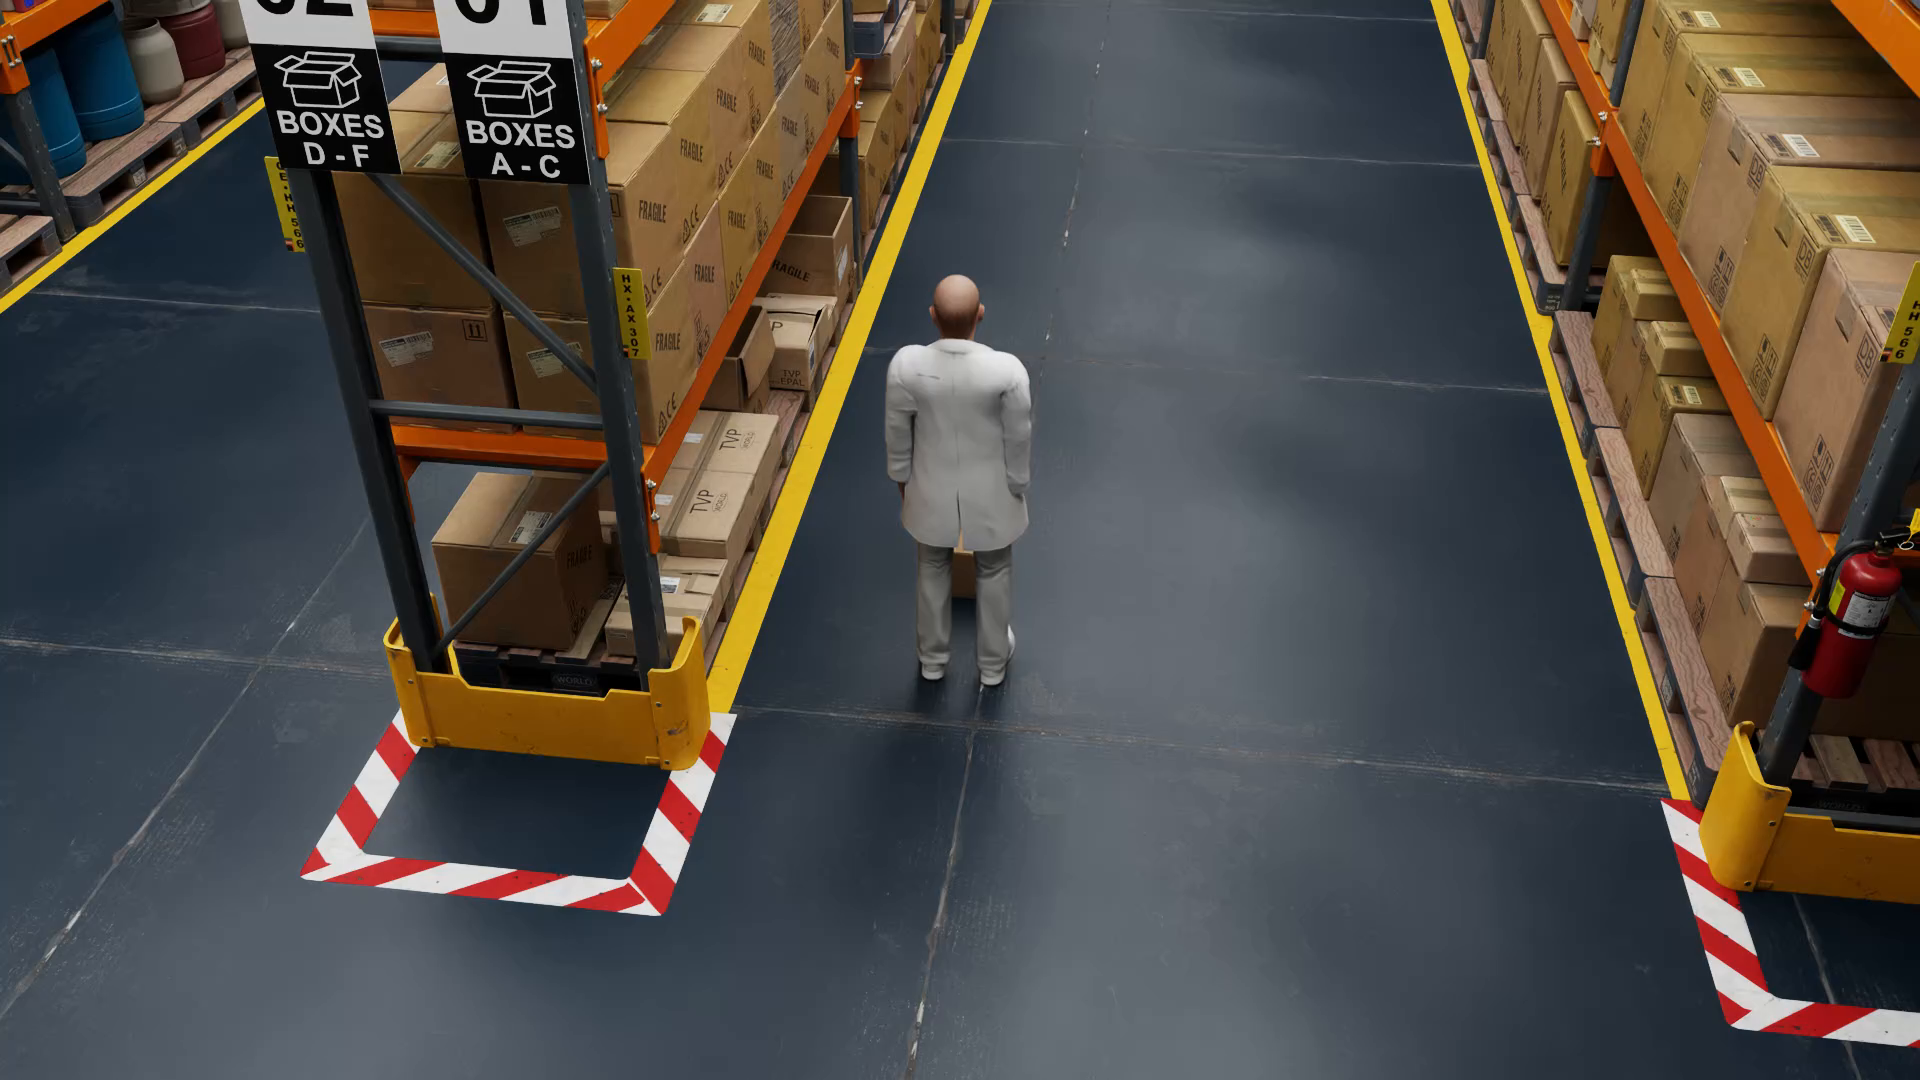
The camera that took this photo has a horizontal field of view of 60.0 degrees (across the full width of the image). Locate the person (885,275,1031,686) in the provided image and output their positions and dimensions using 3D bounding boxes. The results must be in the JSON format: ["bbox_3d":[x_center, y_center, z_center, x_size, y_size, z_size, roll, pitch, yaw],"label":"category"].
[{"bbox_3d":[-0.005,-0.229,6.485,0.563,1.774,0.377,5,36,7],"label":"person"}]
